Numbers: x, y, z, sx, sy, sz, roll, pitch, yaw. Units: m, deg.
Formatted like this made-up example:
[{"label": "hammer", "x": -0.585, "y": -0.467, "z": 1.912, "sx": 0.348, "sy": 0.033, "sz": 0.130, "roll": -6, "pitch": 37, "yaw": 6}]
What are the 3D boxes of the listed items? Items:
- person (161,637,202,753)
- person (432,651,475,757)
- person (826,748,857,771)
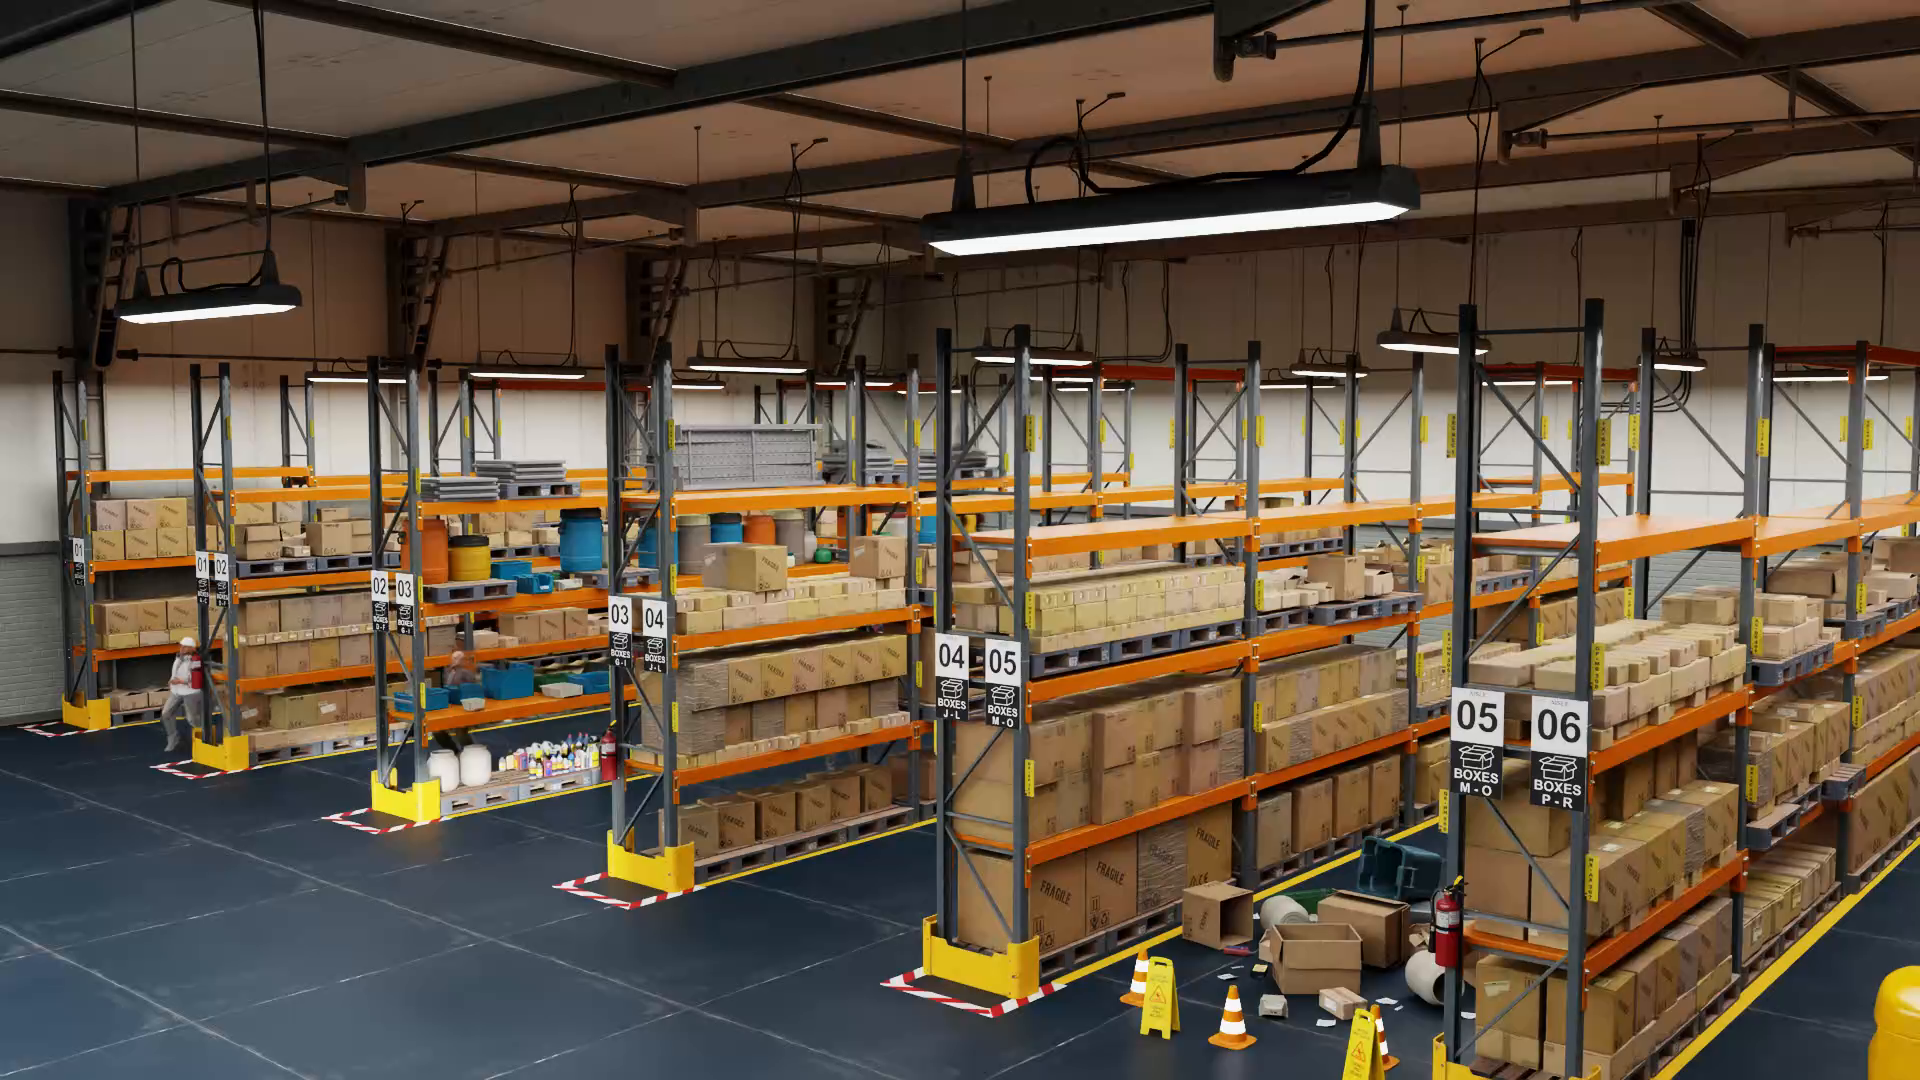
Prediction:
[{"label": "person", "x": -12.144, "y": 2.416, "z": 26.081, "sx": 0.657, "sy": 1.802, "sz": 0.744, "roll": 1, "pitch": 4, "yaw": 19}, {"label": "person", "x": -7.460, "y": 2.517, "z": 24.563, "sx": 0.716, "sy": 1.767, "sz": 0.756, "roll": 2, "pitch": 5, "yaw": 28}, {"label": "person", "x": -1.643, "y": 2.577, "z": 23.543, "sx": 0.659, "sy": 1.847, "sz": 0.806, "roll": 2, "pitch": 5, "yaw": 27}]
